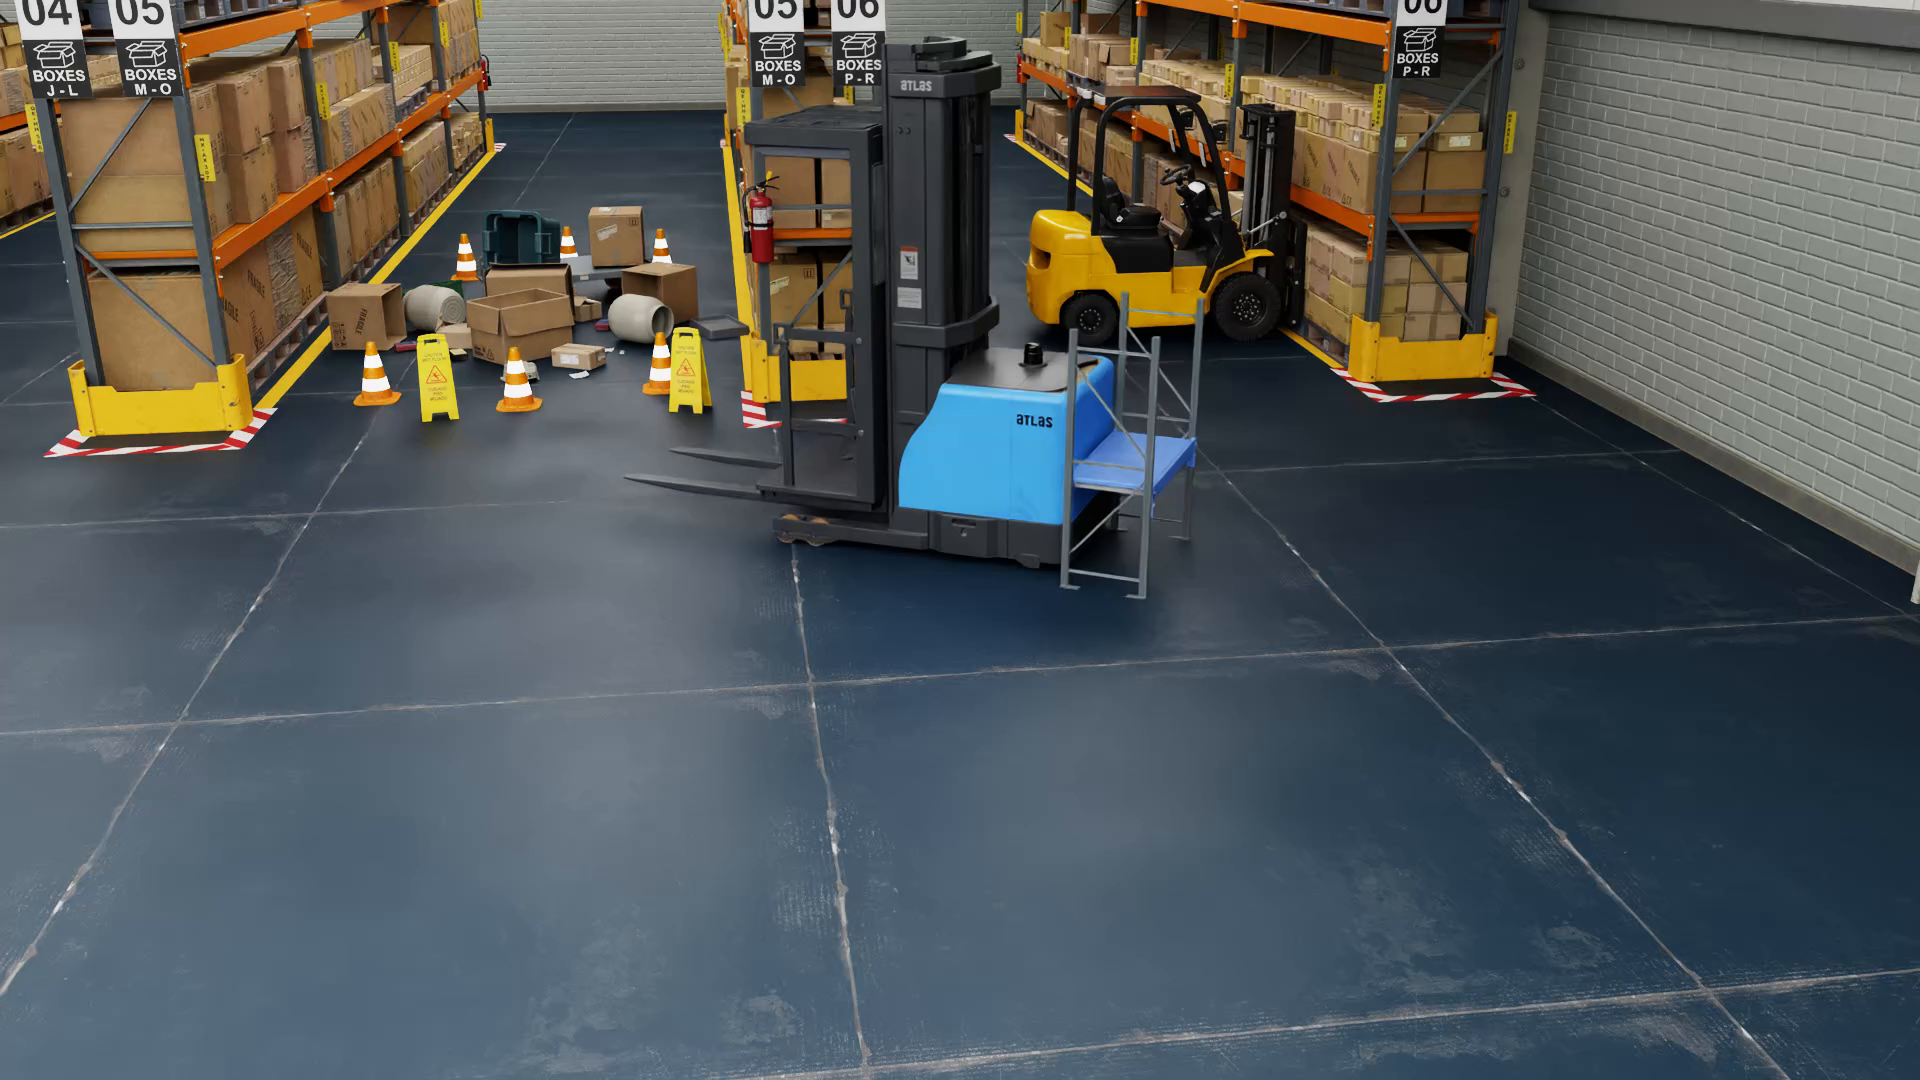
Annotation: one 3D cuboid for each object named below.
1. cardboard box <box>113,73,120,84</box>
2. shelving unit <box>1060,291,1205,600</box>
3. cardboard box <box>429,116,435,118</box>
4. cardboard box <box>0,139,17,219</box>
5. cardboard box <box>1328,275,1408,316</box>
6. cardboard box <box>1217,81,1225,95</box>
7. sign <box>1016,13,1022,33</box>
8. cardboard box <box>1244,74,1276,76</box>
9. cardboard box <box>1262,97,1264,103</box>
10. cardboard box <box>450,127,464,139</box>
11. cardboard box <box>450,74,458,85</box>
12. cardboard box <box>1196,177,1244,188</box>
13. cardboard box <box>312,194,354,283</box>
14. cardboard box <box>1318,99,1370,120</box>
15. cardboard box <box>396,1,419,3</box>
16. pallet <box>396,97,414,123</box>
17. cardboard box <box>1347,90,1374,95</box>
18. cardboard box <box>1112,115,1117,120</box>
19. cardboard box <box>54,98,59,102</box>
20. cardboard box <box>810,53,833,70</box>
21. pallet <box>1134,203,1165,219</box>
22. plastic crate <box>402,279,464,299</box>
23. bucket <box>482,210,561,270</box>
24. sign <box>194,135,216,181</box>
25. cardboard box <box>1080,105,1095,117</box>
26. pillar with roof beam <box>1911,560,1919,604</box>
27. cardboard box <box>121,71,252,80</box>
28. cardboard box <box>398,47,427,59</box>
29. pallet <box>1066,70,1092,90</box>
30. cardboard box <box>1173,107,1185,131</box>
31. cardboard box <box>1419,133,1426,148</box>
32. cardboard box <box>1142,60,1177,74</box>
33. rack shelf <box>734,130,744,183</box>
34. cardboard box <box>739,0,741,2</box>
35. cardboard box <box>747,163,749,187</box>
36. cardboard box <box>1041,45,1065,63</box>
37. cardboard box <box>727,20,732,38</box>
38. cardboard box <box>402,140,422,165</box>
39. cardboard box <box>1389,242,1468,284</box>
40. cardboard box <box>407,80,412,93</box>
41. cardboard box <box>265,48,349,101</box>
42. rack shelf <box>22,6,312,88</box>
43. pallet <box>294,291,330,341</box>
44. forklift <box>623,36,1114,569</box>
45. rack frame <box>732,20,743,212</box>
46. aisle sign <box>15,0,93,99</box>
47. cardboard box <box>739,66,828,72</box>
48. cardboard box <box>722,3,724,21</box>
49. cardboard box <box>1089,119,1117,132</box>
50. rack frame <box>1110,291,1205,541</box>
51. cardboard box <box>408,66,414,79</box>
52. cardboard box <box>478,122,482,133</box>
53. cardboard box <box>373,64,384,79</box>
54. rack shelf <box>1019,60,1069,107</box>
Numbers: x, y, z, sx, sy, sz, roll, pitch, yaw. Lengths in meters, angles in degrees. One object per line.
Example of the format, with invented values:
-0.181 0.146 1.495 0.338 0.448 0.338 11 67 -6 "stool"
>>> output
-12.541 -6.743 24.343 0.380 0.149 0.250 -4 21 -9 "cardboard box"
1.001 -0.571 9.592 0.538 1.500 1.048 8 22 19 "shelving unit"
-8.448 -6.561 26.119 0.380 0.149 0.250 -3 21 -8 "cardboard box"
-12.104 -4.259 19.768 1.225 0.875 0.875 -4 21 -10 "cardboard box"
3.467 -2.095 14.152 0.500 0.250 0.500 -3 21 -8 "cardboard box"
2.962 -4.818 17.758 0.380 0.149 0.250 -3 21 -8 "cardboard box"
1.003 -8.717 28.030 0.100 0.325 0.005 -3 21 -8 "sign"
3.300 -5.111 18.544 0.380 0.149 0.250 -3 21 -8 "cardboard box"
3.159 -4.233 16.192 0.380 0.149 0.250 -3 21 -8 "cardboard box"
-7.606 -6.052 24.757 0.380 0.149 0.250 -2 21 -7 "cardboard box"
-7.602 -6.775 24.427 0.380 0.149 0.250 -3 21 -7 "cardboard box"
3.079 -3.717 18.676 0.875 0.625 0.625 -3 21 -8 "cardboard box"
-6.704 -3.001 16.579 1.050 0.750 0.750 -3 21 -8 "cardboard box"
3.346 -3.750 14.474 0.380 0.149 0.250 -2 21 -6 "cardboard box"
-8.154 -7.578 24.221 0.500 0.500 0.500 -2 21 -6 "cardboard box"
-7.310 -5.184 20.083 1.213 0.211 1.003 -3 21 -8 "pallet"
3.773 -4.044 15.263 0.380 0.149 0.250 -2 21 -6 "cardboard box"
2.455 -6.171 24.495 0.380 0.149 0.250 -4 21 -10 "cardboard box"
-12.264 -6.101 22.121 0.500 0.500 0.500 -3 21 -8 "cardboard box"
-1.360 -4.800 16.685 0.380 0.149 0.250 -3 21 -8 "cardboard box"
2.773 -3.976 20.559 1.003 0.211 1.213 -3 21 -8 "pallet"
-5.204 -2.363 16.193 0.450 0.188 0.662 -2 18 24 "plastic crate"
-4.224 -2.895 16.187 0.726 0.611 0.620 4 11 11 "bucket"
-5.399 -2.731 11.891 0.100 0.325 0.005 -3 21 -8 "sign"
1.965 -6.288 24.385 0.380 0.149 0.250 -3 21 -9 "cardboard box"
1.243 -3.601 6.997 9.100 9.000 0.400 -3 21 -8 "pillar with roof beam"
-6.286 -3.533 13.630 0.875 0.550 0.500 -3 21 -8 "cardboard box"
-7.388 -6.553 22.383 0.380 0.149 0.250 -4 21 -9 "cardboard box"
2.124 -6.582 23.825 1.003 0.211 1.213 -3 21 -8 "pallet"
2.737 -4.801 18.997 0.500 0.250 0.500 -2 21 -6 "cardboard box"
3.955 -3.363 13.862 0.380 0.149 0.250 -3 21 -8 "cardboard box"
2.447 -5.794 20.373 0.380 0.149 0.250 -2 21 -6 "cardboard box"
-1.930 -4.288 18.437 1.077 0.370 4.000 -3 21 -8 "rack shelf"
-1.556 -4.539 13.584 0.500 0.250 0.500 -2 21 -6 "cardboard box"
-1.484 -3.081 13.611 0.500 0.500 0.500 -3 21 -8 "cardboard box"
1.583 -7.711 26.365 0.500 0.250 0.500 -3 21 -9 "cardboard box"
-2.845 -6.702 22.301 0.500 0.500 0.500 -3 21 -9 "cardboard box"
-7.035 -4.836 20.778 0.500 0.250 0.500 -3 21 -8 "cardboard box"
3.964 -2.352 14.127 0.500 0.250 0.500 -3 21 -9 "cardboard box"
-7.160 -5.736 21.045 0.380 0.149 0.250 -3 21 -7 "cardboard box"
-6.823 -4.862 17.376 0.700 0.500 0.500 -3 21 -8 "cardboard box"
-6.237 -4.023 13.442 1.077 0.370 4.000 -3 21 -8 "rack shelf"
-6.493 -2.074 15.468 1.003 0.211 1.213 -3 21 -8 "pallet"
-0.621 -1.501 10.047 3.031 2.935 1.130 7 22 18 "forklift"
-2.218 -5.317 20.166 1.000 3.000 0.127 -3 21 -8 "rack frame"
-6.236 -3.441 11.426 0.394 0.787 0.004 -3 21 -8 "aisle sign"
-1.420 -3.543 13.419 0.700 0.500 0.500 -3 21 -7 "cardboard box"
-3.584 -8.422 26.906 0.500 0.500 0.500 -3 21 -9 "cardboard box"
2.070 -5.966 23.947 0.380 0.149 0.250 -4 21 -11 "cardboard box"
1.184 -0.737 10.036 0.500 1.500 0.032 8 22 19 "rack frame"
-7.203 -5.968 21.240 0.380 0.149 0.250 -2 21 -6 "cardboard box"
-7.897 -6.635 26.742 0.380 0.149 0.250 -3 21 -9 "cardboard box"
-6.978 -5.562 19.728 0.380 0.149 0.250 -3 21 -8 "cardboard box"
1.828 -7.309 26.527 1.077 0.370 4.000 -3 21 -8 "rack shelf"
